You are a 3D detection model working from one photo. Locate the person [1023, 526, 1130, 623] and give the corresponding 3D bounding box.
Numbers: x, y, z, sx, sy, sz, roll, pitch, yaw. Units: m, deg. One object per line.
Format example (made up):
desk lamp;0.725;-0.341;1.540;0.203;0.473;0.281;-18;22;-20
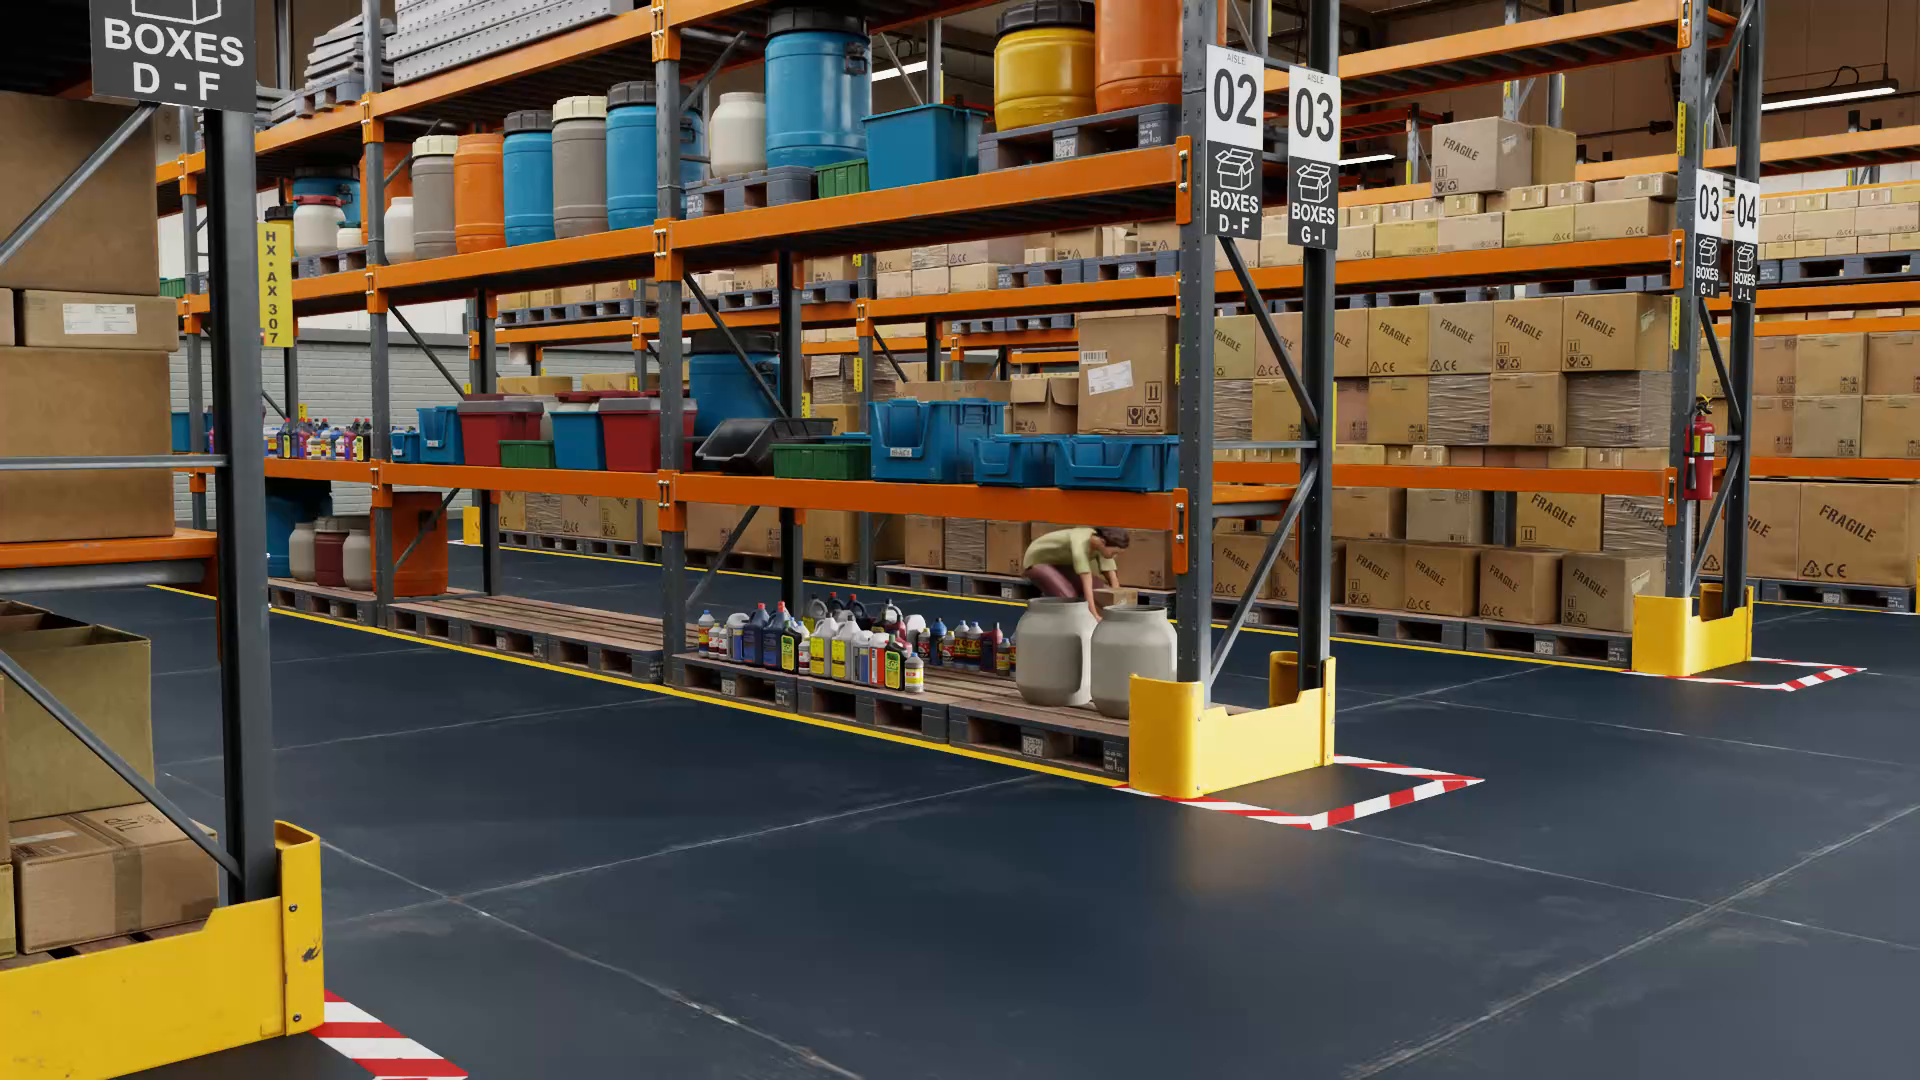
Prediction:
person;0.836;0.317;11.784;0.852;0.937;0.472;4;6;44
